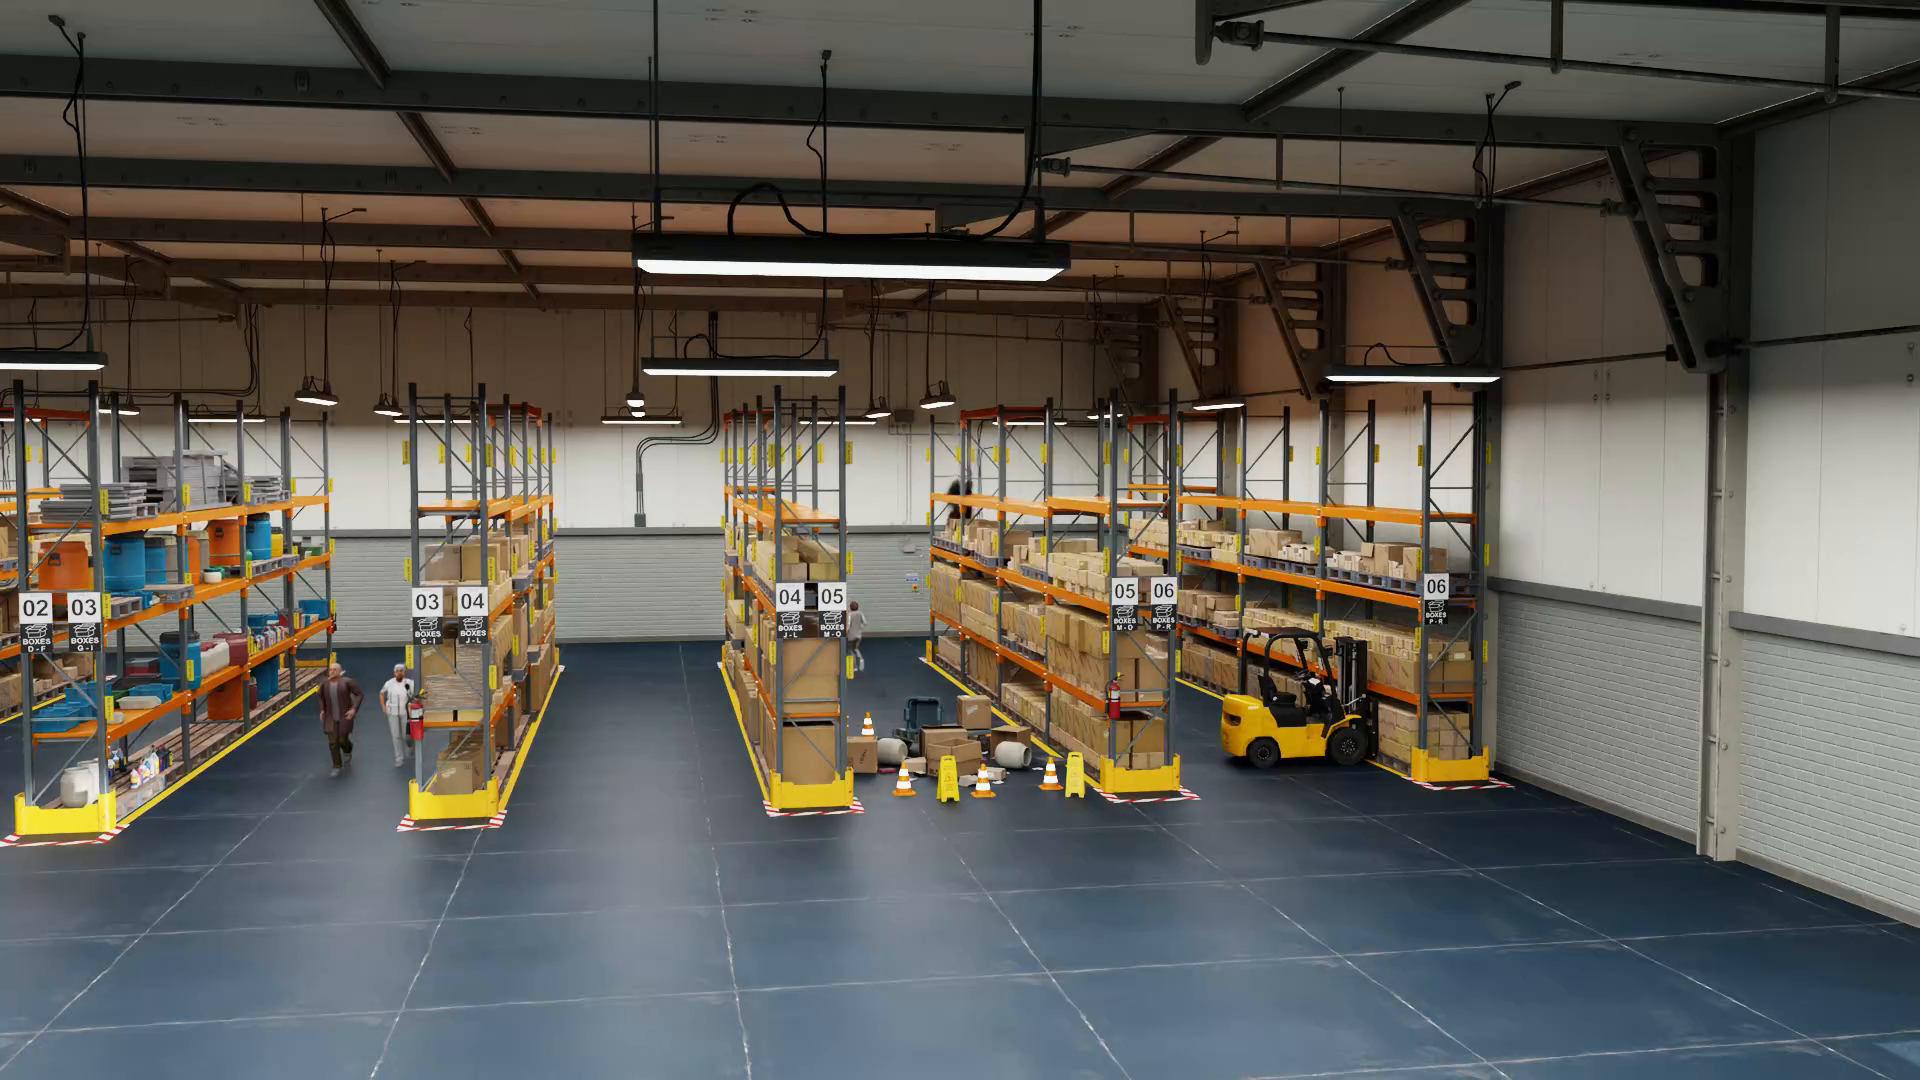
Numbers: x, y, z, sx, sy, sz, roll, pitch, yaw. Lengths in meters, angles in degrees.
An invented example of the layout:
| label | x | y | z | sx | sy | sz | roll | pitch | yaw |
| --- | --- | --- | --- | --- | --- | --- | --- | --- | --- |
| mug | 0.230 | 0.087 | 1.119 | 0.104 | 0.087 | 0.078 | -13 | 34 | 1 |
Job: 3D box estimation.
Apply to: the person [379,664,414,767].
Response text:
| label | x | y | z | sx | sy | sz | roll | pitch | yaw |
| --- | --- | --- | --- | --- | --- | --- | --- | --- | --- |
| person | -9.101 | 2.824 | 26.978 | 0.636 | 1.632 | 0.758 | -1 | 3 | -14 |

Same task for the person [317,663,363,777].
| label | x | y | z | sx | sy | sz | roll | pitch | yaw |
| --- | --- | --- | --- | --- | --- | --- | --- | --- | --- |
| person | -9.773 | 2.813 | 26.246 | 0.714 | 1.780 | 0.710 | 0 | 3 | -2 |

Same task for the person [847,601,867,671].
| label | x | y | z | sx | sy | sz | roll | pitch | yaw |
| --- | --- | --- | --- | --- | --- | --- | --- | --- | --- |
| person | -2.295 | 2.101 | 36.331 | 0.534 | 1.542 | 0.504 | -2 | 4 | -35 |
